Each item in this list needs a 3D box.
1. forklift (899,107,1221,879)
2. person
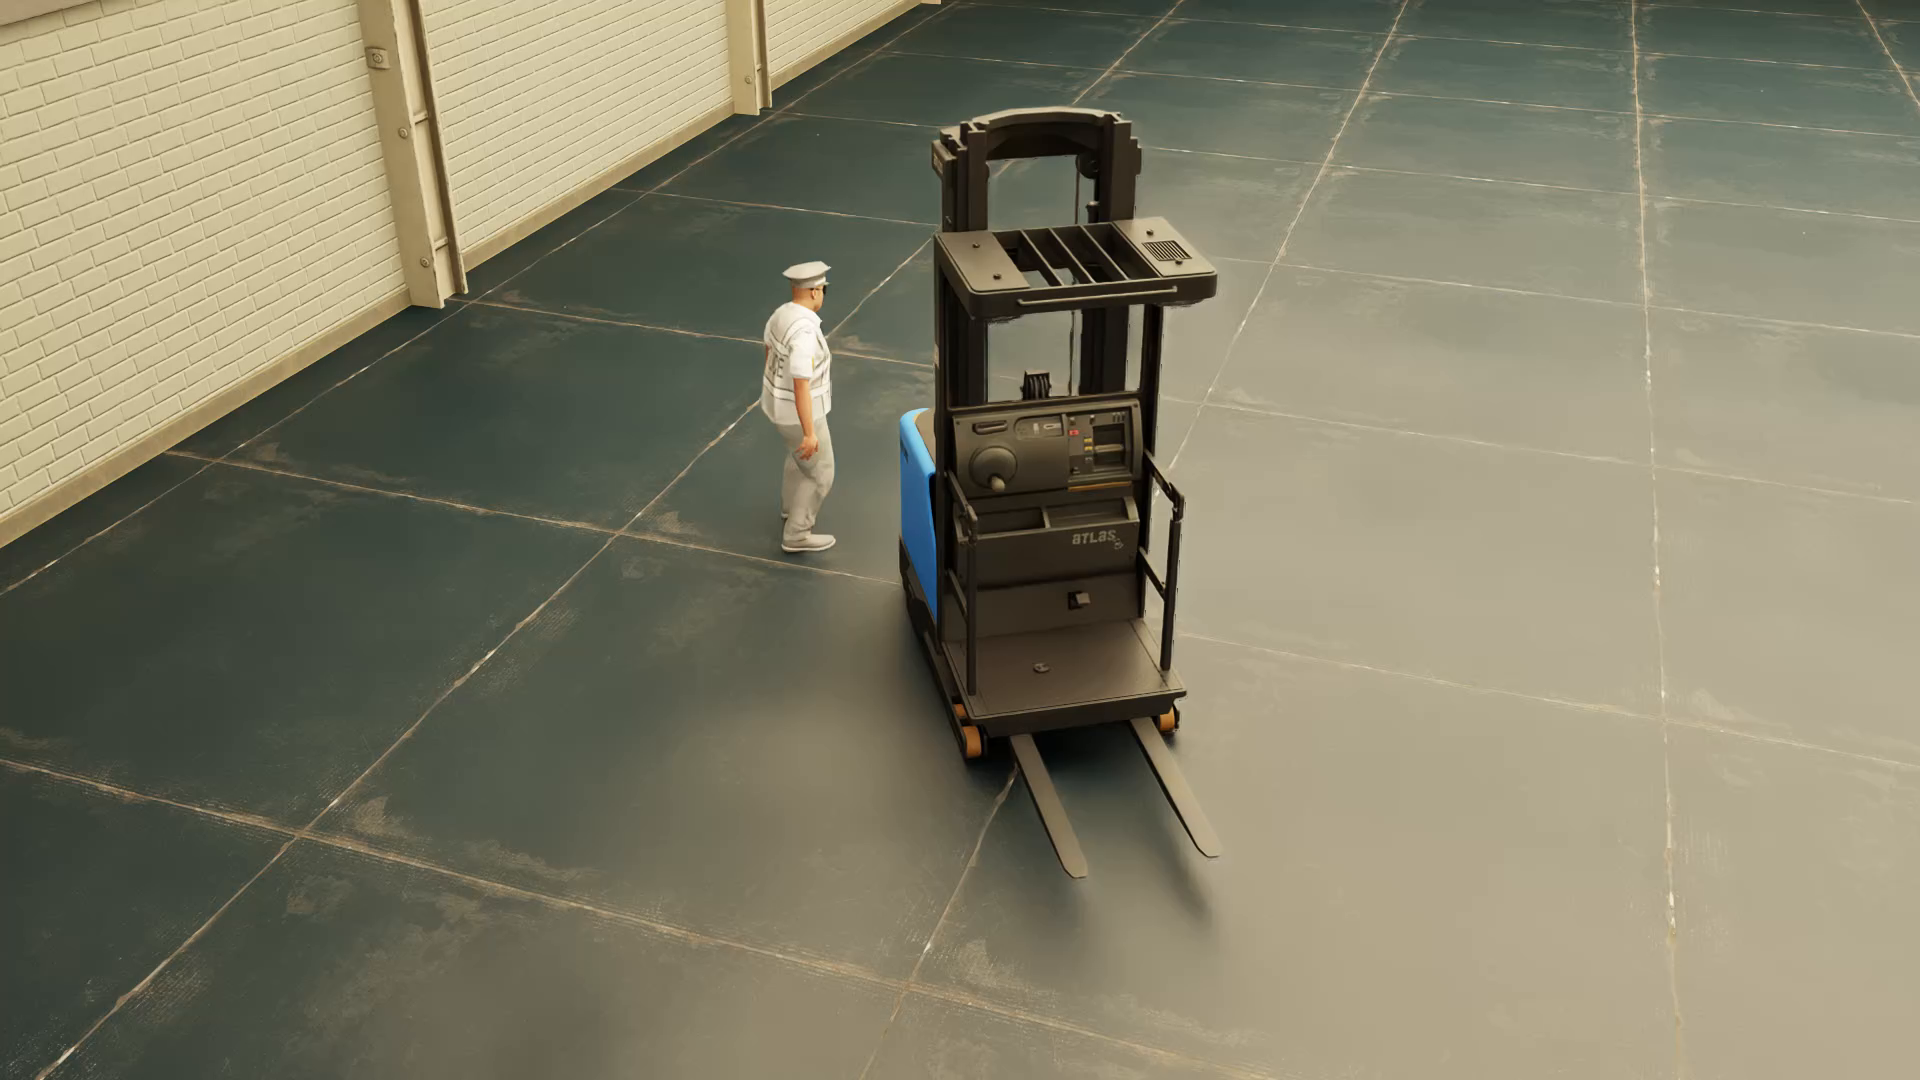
[{"bbox_3d":[0.477,-0.401,7.839,1.130,2.935,3.031,-6,30,-11],"label":"forklift"},{"bbox_3d":[-0.942,-0.777,9.734,0.425,1.722,0.868,-12,32,-20],"label":"person"}]
